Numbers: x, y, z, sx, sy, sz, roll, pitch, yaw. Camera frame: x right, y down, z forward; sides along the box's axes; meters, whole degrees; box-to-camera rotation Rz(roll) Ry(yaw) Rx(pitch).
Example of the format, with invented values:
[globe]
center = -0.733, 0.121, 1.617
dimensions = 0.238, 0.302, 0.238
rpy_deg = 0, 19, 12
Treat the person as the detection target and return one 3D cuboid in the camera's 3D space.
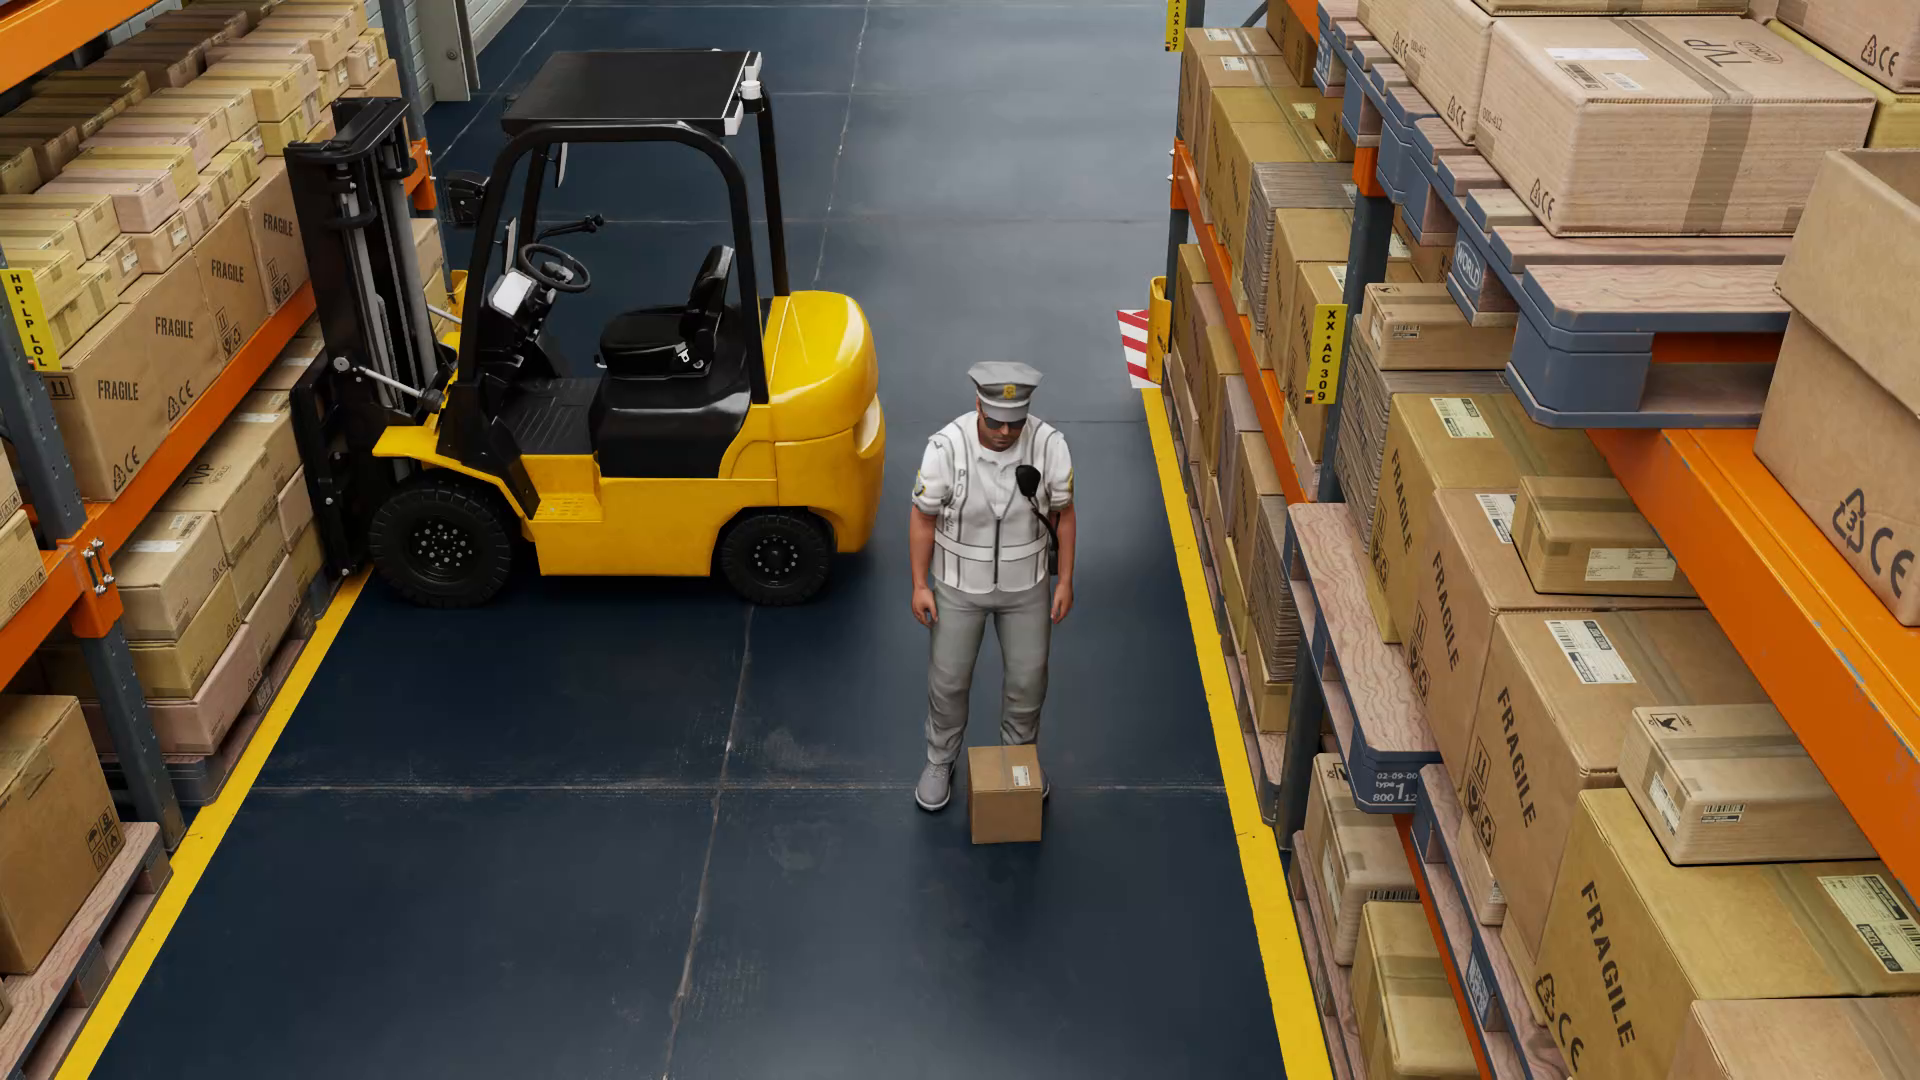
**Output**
[person]
center = 0.115, 0.144, 5.893
dimensions = 0.587, 1.745, 0.436
rpy_deg = -2, 31, -4
